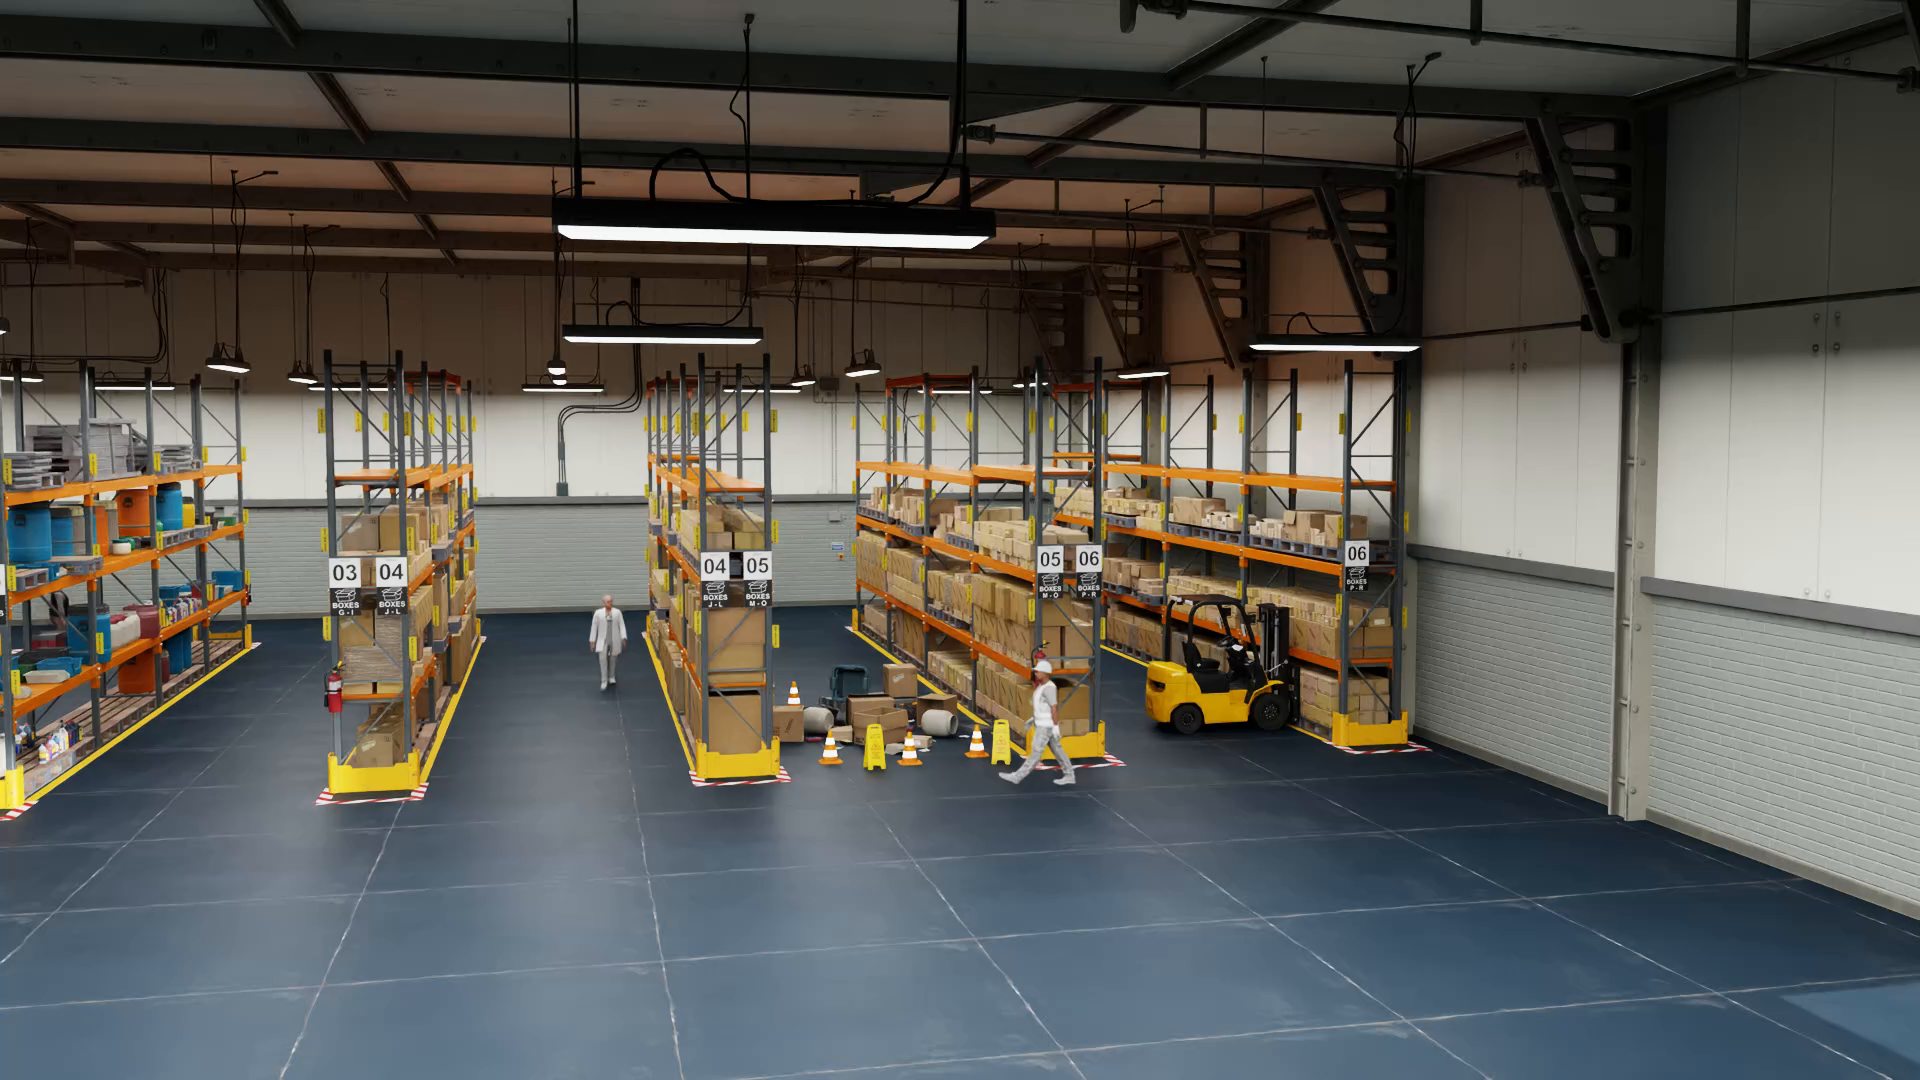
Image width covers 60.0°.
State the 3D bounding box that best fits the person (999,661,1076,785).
[{"bbox_3d":[1.068,2.521,22.907,1.062,1.718,0.561,0,4,2],"label":"person"}]

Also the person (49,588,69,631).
[{"bbox_3d":[-19.261,1.672,35.430,0.586,1.716,0.772,3,5,37],"label":"person"}]

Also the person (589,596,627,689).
[{"bbox_3d":[-6.681,1.916,31.568,0.709,1.718,1.102,-1,4,-12],"label":"person"}]
